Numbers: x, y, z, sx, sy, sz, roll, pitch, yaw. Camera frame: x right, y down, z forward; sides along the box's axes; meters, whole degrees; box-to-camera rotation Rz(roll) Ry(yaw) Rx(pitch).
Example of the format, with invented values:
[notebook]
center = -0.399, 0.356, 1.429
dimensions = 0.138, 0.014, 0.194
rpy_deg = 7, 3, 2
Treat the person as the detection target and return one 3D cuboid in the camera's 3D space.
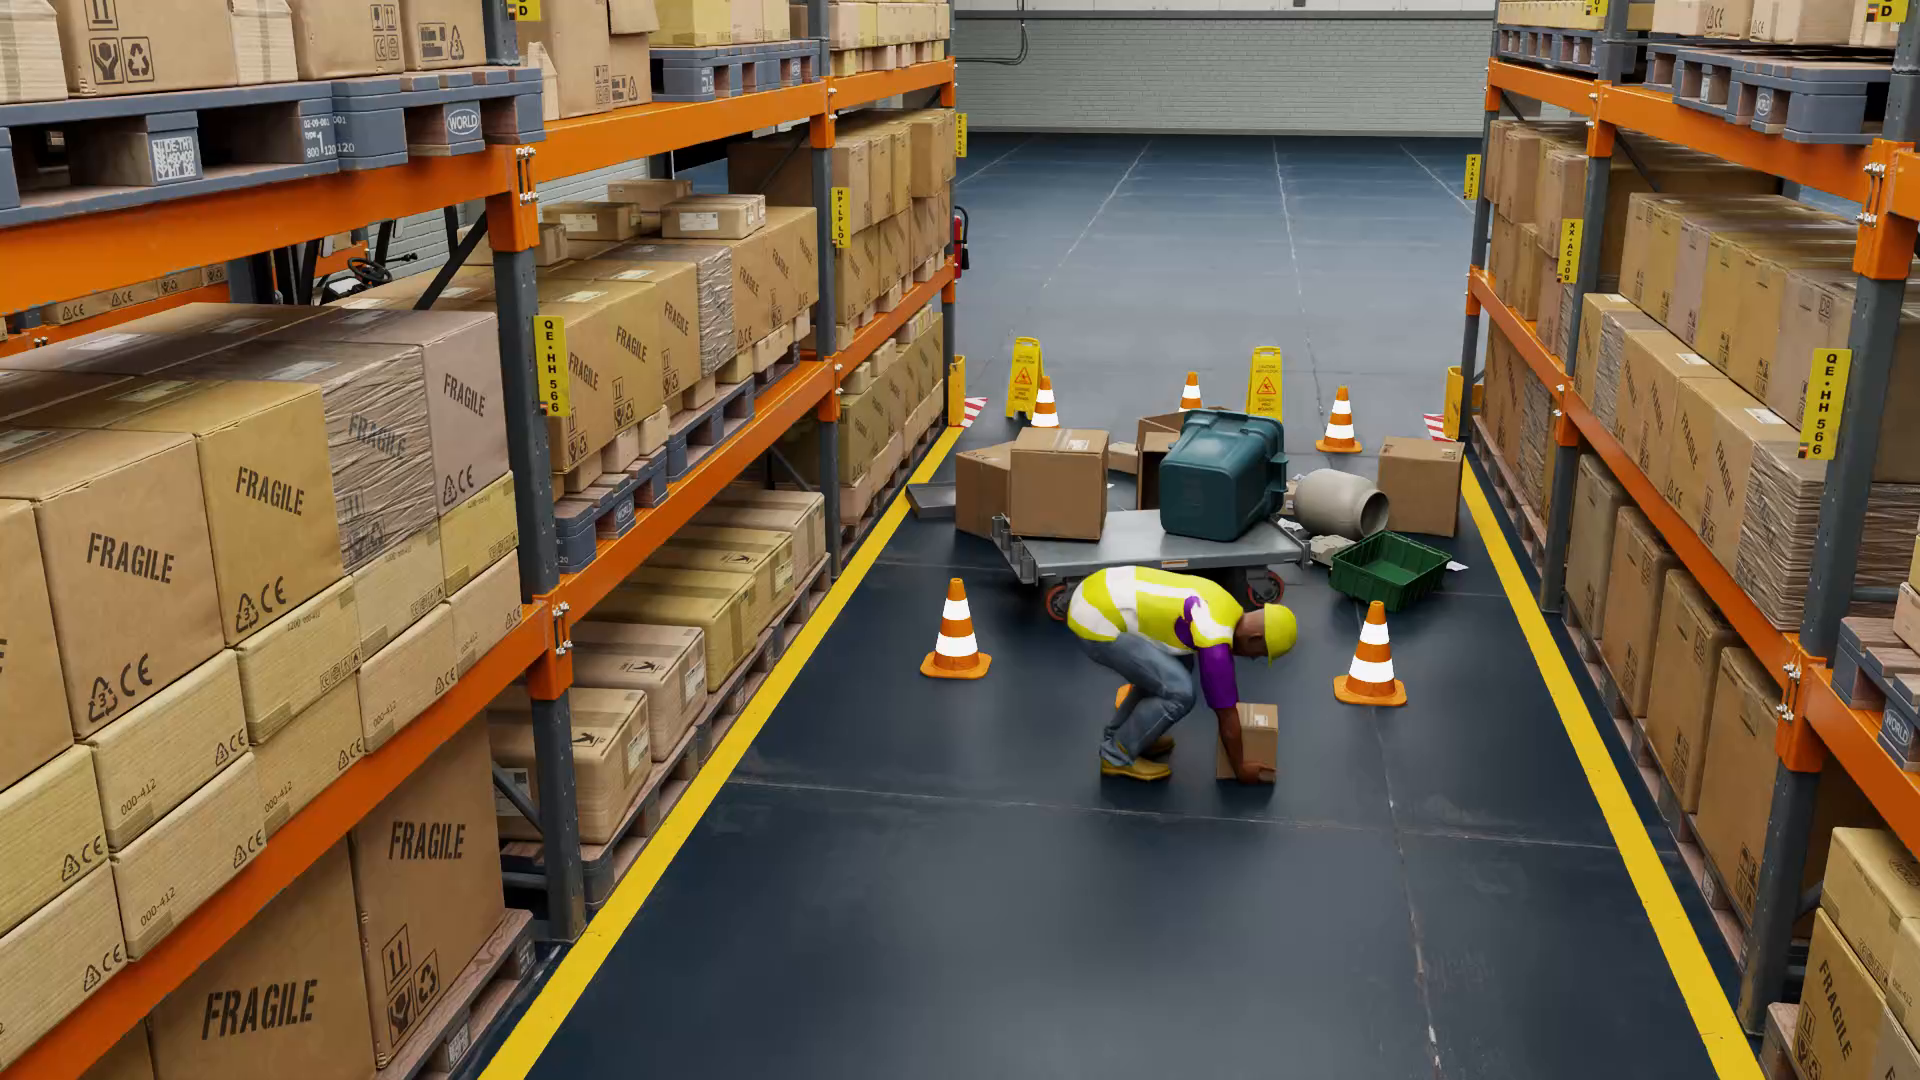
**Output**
[person]
center = 0.949, 0.564, 7.188
dimensions = 0.977, 0.907, 0.510
rpy_deg = 2, 18, 6
